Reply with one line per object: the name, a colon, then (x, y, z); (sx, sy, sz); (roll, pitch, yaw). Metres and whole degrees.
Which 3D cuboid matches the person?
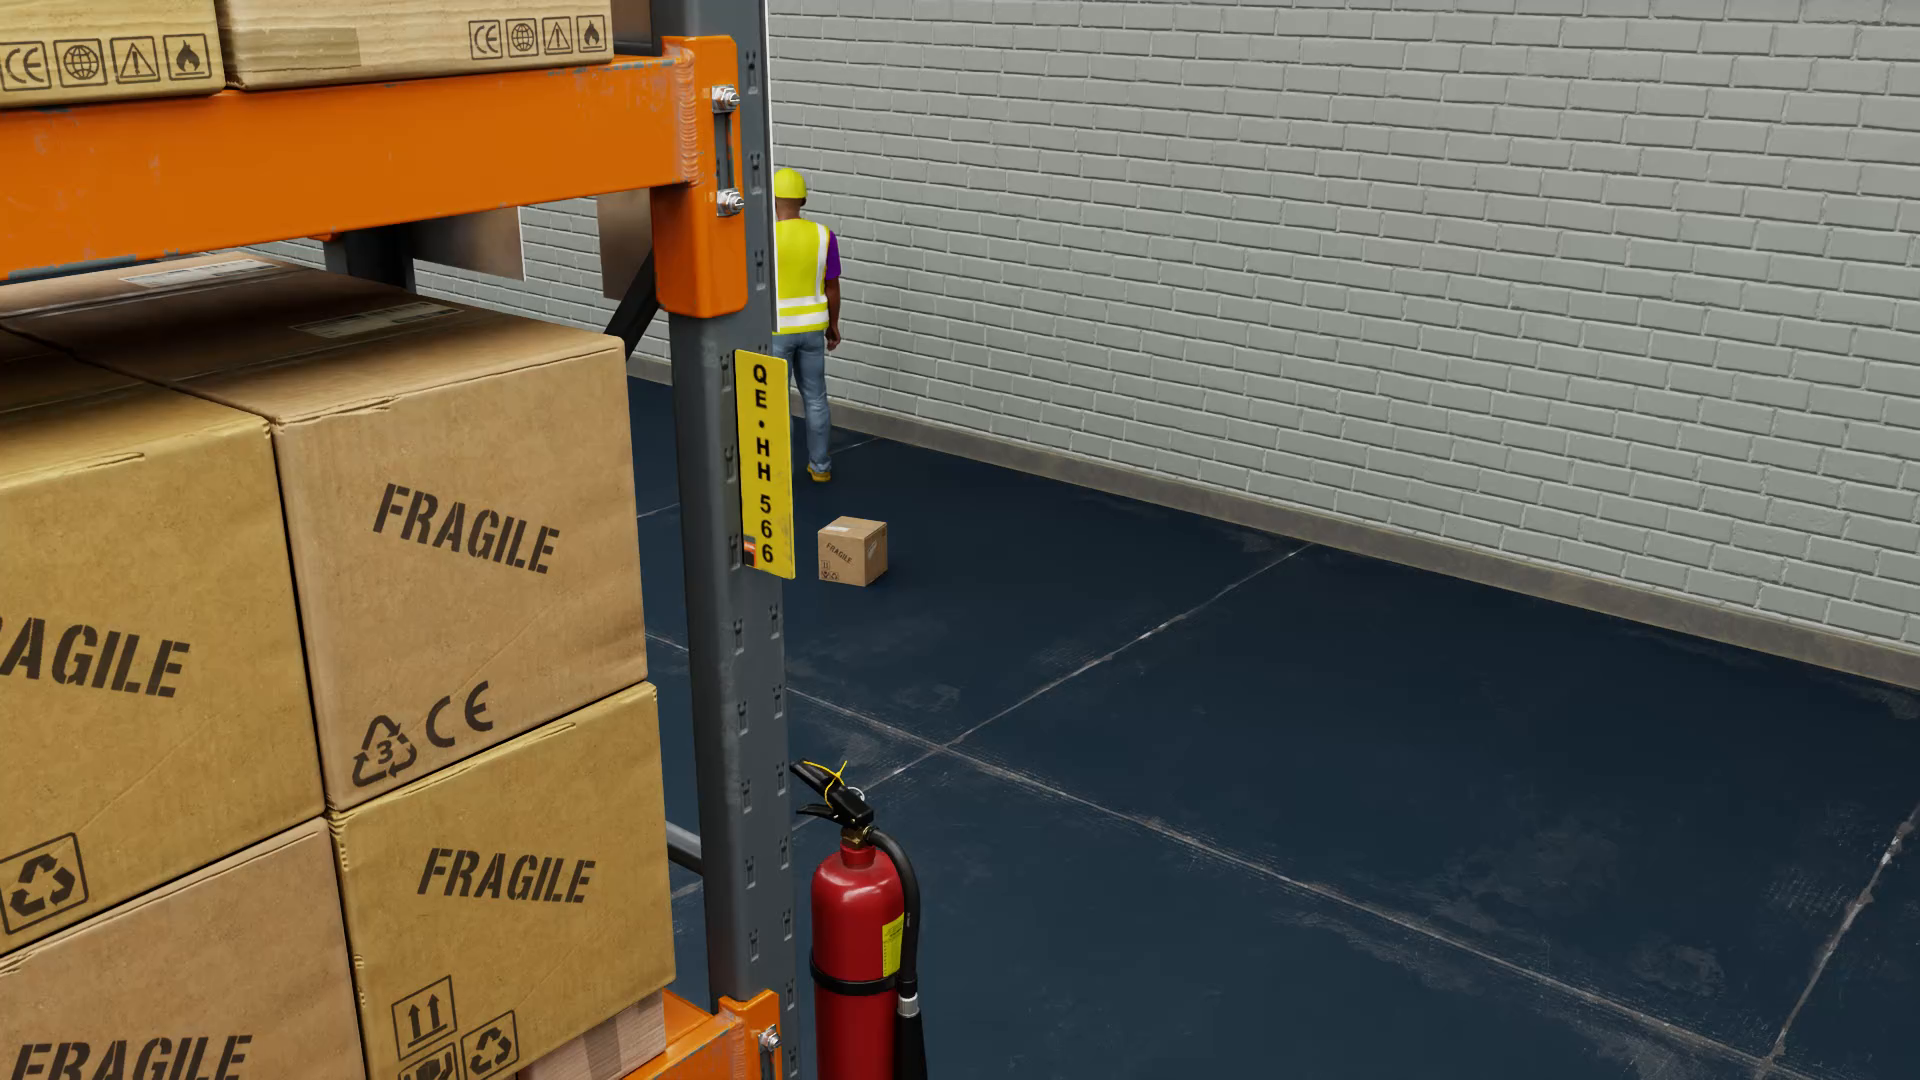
person: (-0.939, -1.169, 9.231); (0.567, 1.771, 0.380); (-10, 22, -25)
